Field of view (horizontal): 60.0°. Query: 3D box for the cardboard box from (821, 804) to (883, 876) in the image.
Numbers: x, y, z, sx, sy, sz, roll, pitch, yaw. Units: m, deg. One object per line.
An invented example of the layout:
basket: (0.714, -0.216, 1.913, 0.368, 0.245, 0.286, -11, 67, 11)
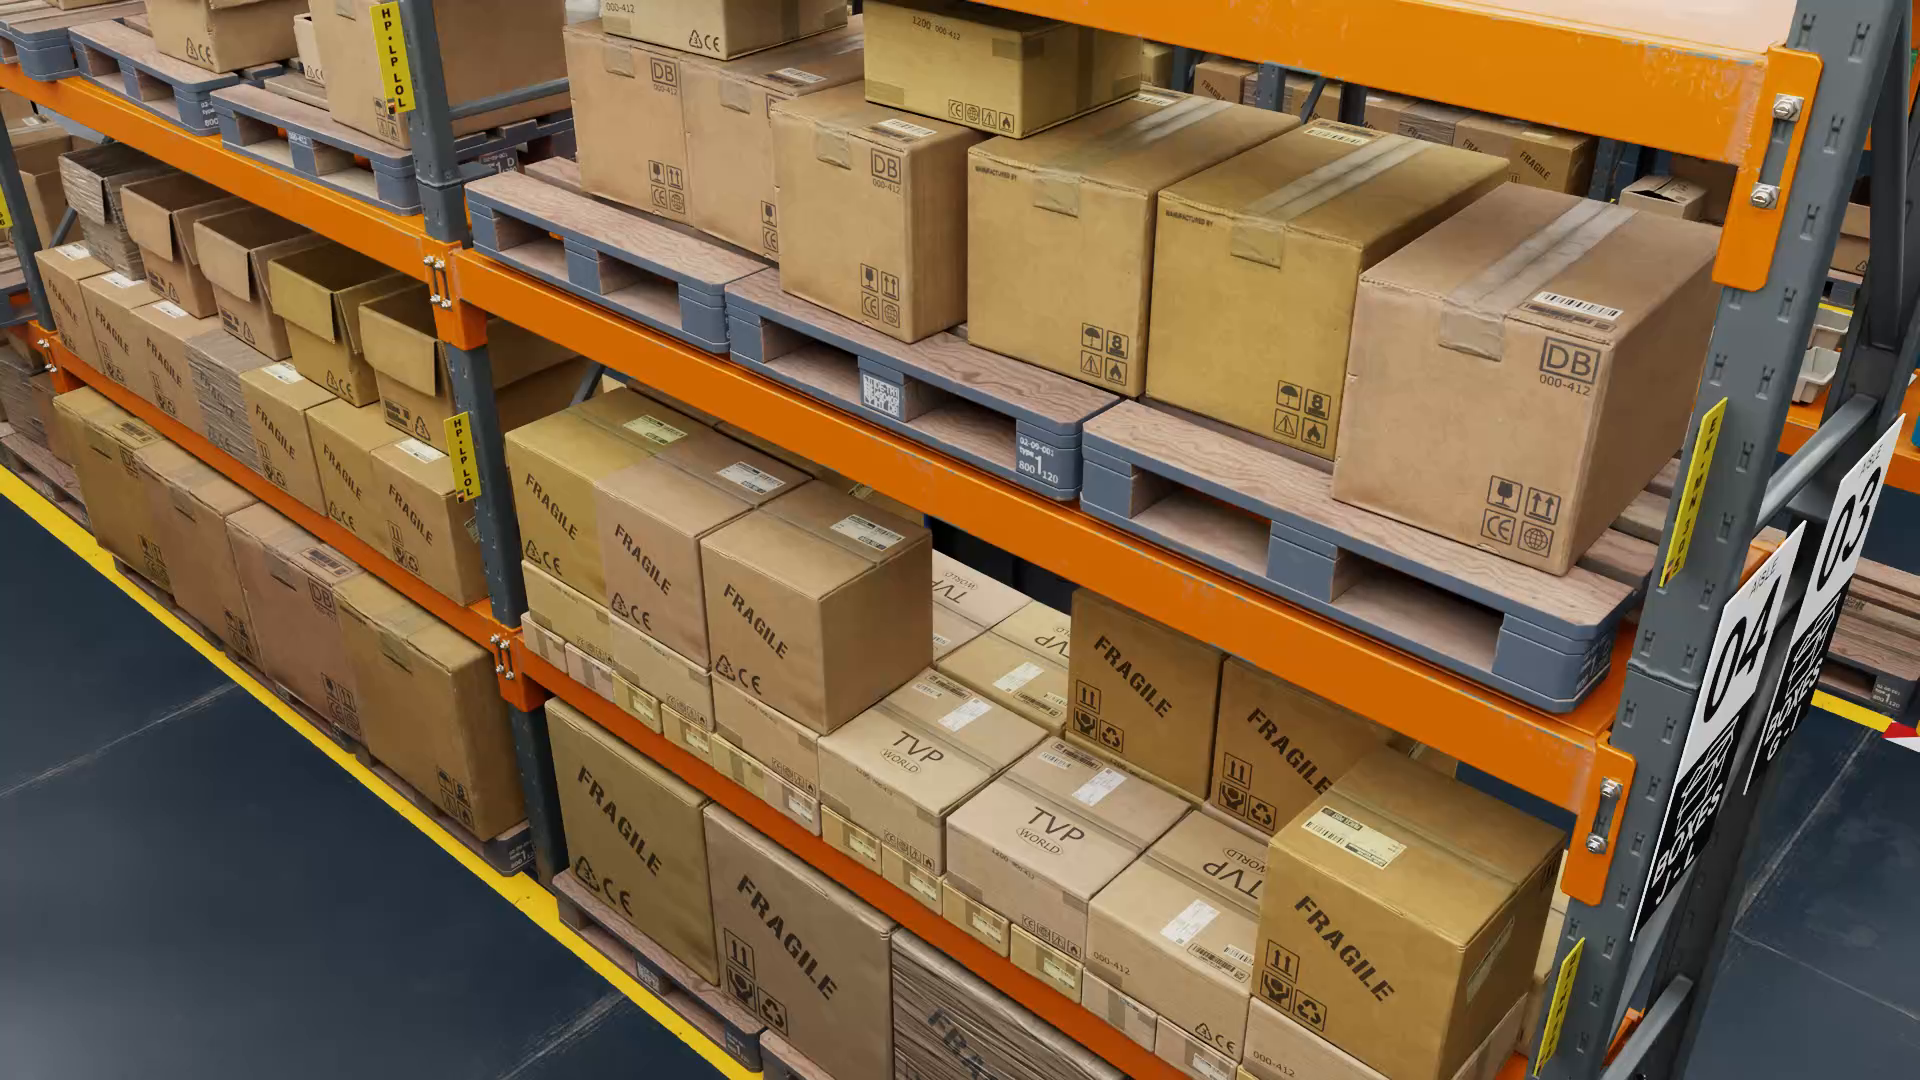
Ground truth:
cardboard box: (-0.212, 0.842, 5.186, 0.250, 0.149, 0.380, 24, 38, 34)

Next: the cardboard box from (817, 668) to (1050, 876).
cardboard box: (-0.079, 0.691, 5.051, 0.500, 0.250, 0.500, 25, 39, 35)

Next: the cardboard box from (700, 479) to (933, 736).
cardboard box: (-0.432, 0.197, 5.144, 0.500, 0.500, 0.500, 24, 38, 34)

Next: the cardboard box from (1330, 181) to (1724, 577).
cardboard box: (1.179, -0.359, 3.429, 0.500, 0.500, 0.700, 22, 38, 32)

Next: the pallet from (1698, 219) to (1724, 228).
pallet: (5.794, -2.388, 13.012, 1.213, 0.211, 1.003, 25, 39, 35)

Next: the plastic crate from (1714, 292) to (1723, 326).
plastic crate: (3.986, -1.164, 8.380, 0.300, 0.233, 0.416, 25, 39, 35)

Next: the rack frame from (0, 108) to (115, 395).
rack frame: (-4.331, -1.418, 8.697, 0.127, 3.000, 1.000, 25, 39, 35)

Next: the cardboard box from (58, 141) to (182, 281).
cardboard box: (-3.799, -1.631, 7.982, 0.637, 0.503, 0.797, 27, 40, 37)

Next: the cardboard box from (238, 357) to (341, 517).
cardboard box: (-2.649, -0.486, 7.052, 0.500, 0.500, 0.500, 25, 39, 35)

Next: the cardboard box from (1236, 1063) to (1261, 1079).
cardboard box: (0.922, 1.372, 4.307, 0.250, 0.149, 0.380, 25, 39, 36)

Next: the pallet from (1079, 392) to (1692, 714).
pallet: (1.044, -0.149, 3.767, 1.213, 0.211, 1.003, 25, 39, 35)

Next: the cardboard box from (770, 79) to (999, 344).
cardboard box: (-0.056, -0.913, 4.350, 0.500, 0.500, 0.700, 27, 40, 37)

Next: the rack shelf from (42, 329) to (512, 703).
rack shelf: (-2.848, -0.418, 7.733, 4.000, 0.370, 1.077, 25, 39, 35)

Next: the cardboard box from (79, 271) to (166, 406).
cardboard box: (-3.769, -1.011, 7.924, 0.500, 0.500, 0.500, 24, 38, 34)

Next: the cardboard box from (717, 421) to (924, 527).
cardboard box: (-0.476, -0.186, 5.781, 0.500, 0.500, 0.500, 25, 39, 36)

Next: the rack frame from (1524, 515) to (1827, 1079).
rack frame: (1.601, 1.351, 4.098, 0.127, 3.000, 1.000, 25, 39, 35)

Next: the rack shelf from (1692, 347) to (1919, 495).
rack shelf: (3.442, -0.927, 8.579, 4.000, 0.370, 1.077, 25, 39, 35)

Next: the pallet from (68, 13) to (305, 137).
pallet: (-2.986, -2.034, 6.995, 1.213, 0.211, 1.003, 27, 40, 37)

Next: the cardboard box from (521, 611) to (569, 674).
cardboard box: (-1.369, 0.304, 6.081, 0.250, 0.149, 0.380, 25, 39, 35)

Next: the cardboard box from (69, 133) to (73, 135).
cardboard box: (-5.419, -2.202, 9.737, 0.500, 0.250, 0.500, 24, 38, 34)

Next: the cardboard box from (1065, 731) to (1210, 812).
cardboard box: (0.666, 0.666, 5.093, 0.500, 0.250, 0.500, 24, 38, 34)

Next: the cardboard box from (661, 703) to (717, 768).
cardboard box: (-0.782, 0.576, 5.629, 0.250, 0.149, 0.380, 24, 38, 34)

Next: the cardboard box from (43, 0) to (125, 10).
cardboard box: (-3.830, -2.744, 7.484, 0.797, 0.503, 0.637, -27, 40, -37)

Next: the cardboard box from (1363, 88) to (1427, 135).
cardboard box: (3.616, -3.522, 14.190, 0.500, 0.500, 0.500, 24, 38, 34)

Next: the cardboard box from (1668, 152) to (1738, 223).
cardboard box: (5.898, -2.849, 13.072, 0.500, 0.500, 0.500, 25, 39, 35)

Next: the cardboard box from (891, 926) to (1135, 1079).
cardboard box: (0.398, 1.575, 5.378, 0.875, 0.875, 0.875, 25, 39, 35)

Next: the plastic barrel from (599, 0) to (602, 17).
plastic barrel: (-2.546, -3.936, 12.748, 0.433, 0.535, 0.433, 0, 31, 0)

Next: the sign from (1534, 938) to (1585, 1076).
sign: (1.226, 0.956, 3.402, 0.005, 0.325, 0.100, 25, 39, 35)

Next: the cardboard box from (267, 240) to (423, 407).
cardboard box: (-2.345, -0.966, 6.877, 0.637, 0.503, 0.797, 26, 39, 36)

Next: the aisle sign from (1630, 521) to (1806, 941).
aisle sign: (1.453, 0.377, 3.196, 0.004, 0.787, 0.394, 25, 39, 35)

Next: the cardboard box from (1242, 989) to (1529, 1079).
cardboard box: (1.063, 1.221, 4.170, 0.500, 0.250, 0.500, 24, 39, 34)

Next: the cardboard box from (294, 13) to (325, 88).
cardboard box: (-2.118, -1.875, 6.226, 0.500, 0.311, 0.500, 24, 38, 34)

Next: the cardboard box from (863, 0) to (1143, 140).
cardboard box: (0.110, -1.224, 4.139, 0.500, 0.250, 0.500, 24, 38, 34)

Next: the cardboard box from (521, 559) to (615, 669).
cardboard box: (-1.192, 0.166, 5.923, 0.500, 0.250, 0.500, 24, 39, 34)

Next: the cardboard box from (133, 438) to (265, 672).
cardboard box: (-3.177, -0.129, 8.209, 0.875, 0.875, 1.225, 25, 39, 35)

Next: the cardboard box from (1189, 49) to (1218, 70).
cardboard box: (2.128, -4.741, 15.931, 0.500, 0.311, 0.500, 27, 40, 37)

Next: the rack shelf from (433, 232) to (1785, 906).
rack shelf: (0.118, -0.318, 4.660, 4.000, 0.370, 1.077, 25, 39, 35)

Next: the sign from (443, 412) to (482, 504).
sign: (-1.722, -0.285, 5.769, 0.005, 0.325, 0.100, 25, 39, 35)

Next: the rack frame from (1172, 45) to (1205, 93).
rack frame: (2.320, -5.205, 14.988, 0.127, 3.000, 1.000, 25, 39, 35)

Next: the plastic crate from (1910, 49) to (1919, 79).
plastic crate: (4.002, -1.970, 6.911, 0.336, 0.188, 0.450, 25, 39, 35)

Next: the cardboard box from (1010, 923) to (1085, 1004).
cardboard box: (0.358, 1.108, 4.745, 0.250, 0.149, 0.380, 24, 39, 34)

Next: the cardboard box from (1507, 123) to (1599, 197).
cardboard box: (4.727, -2.999, 13.321, 0.500, 0.500, 0.500, 25, 39, 35)

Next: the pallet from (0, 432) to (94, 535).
pallet: (-4.909, -0.494, 9.866, 1.213, 0.211, 1.003, 25, 39, 35)

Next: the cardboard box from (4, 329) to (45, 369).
cardboard box: (-5.248, -1.257, 9.700, 0.500, 0.250, 0.500, -24, 39, -34)

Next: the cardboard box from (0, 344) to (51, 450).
cardboard box: (-5.261, -0.947, 9.912, 0.500, 0.500, 0.700, 21, 37, 31)

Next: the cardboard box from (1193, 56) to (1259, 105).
cardboard box: (2.465, -4.056, 15.076, 0.500, 0.500, 0.500, 27, 40, 37)

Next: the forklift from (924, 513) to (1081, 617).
forklift: (0.518, -0.849, 7.819, 1.130, 2.935, 3.031, -21, 37, -30)

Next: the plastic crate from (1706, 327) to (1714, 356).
plastic crate: (3.538, -0.957, 8.129, 0.250, 0.136, 0.298, 25, 39, 35)

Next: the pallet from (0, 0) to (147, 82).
pallet: (-3.818, -2.420, 7.636, 1.003, 0.211, 1.213, 27, 40, 37)

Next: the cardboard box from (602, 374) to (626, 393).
cardboard box: (-1.538, -0.331, 6.795, 0.500, 0.500, 0.500, 25, 39, 35)

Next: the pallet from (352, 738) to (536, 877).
pallet: (-1.988, 0.923, 7.512, 1.213, 0.211, 1.003, 25, 39, 35)
